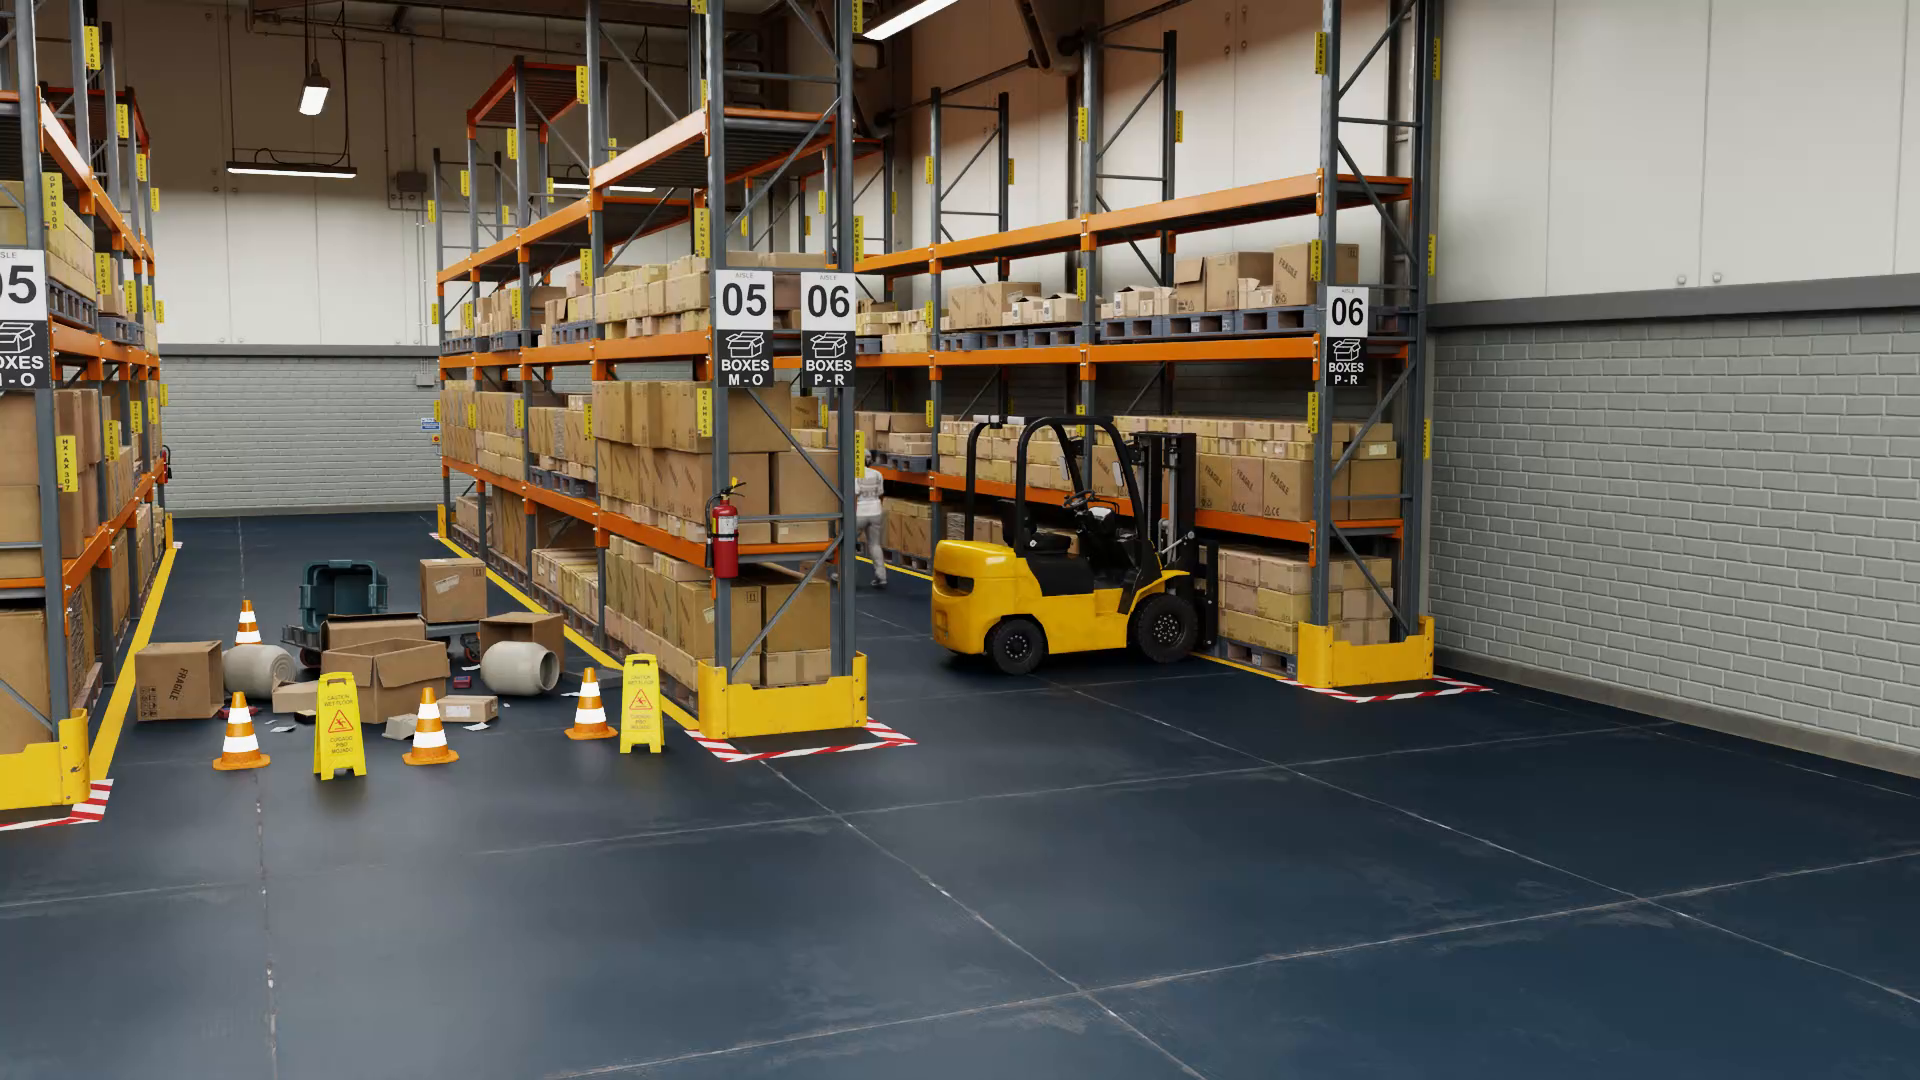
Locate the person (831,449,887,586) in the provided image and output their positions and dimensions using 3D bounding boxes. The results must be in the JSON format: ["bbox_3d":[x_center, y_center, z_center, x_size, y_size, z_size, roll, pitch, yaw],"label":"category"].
[{"bbox_3d":[-1.175,-0.279,19.857,0.495,1.627,0.847,-3,6,-30],"label":"person"}]
